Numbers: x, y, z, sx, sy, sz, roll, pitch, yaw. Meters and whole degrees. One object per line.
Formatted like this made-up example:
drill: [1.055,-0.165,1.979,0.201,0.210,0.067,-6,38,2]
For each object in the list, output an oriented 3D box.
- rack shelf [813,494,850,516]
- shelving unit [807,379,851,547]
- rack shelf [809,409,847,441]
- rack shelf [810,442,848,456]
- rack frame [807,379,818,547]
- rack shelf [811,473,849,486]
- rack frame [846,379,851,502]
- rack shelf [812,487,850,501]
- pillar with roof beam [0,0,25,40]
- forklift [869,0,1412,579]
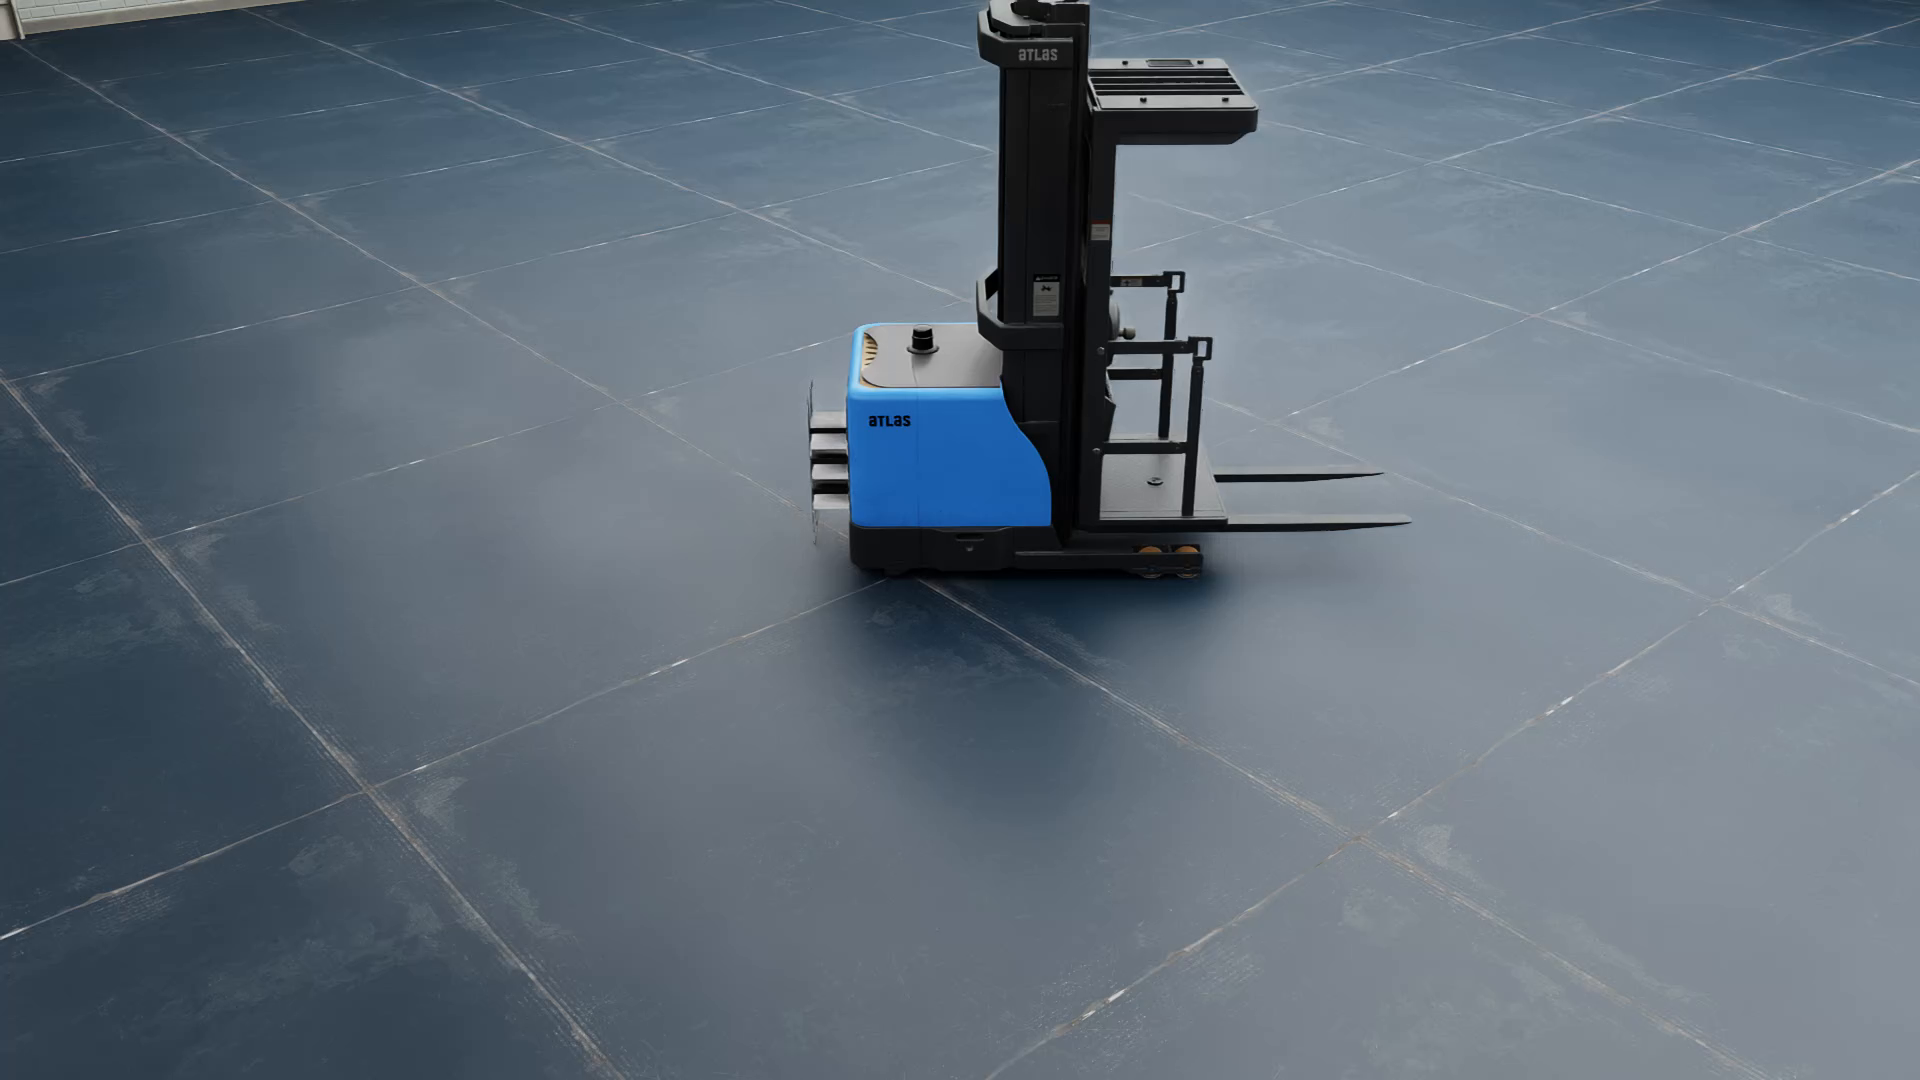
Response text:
rack shelf: [-0.703,-0.226,9.170,0.200,0.077,0.258,-1,28,-1]
shelving unit: [-0.703,-0.414,9.070,0.210,0.900,0.258,-1,28,-1]
rack shelf: [-0.703,-0.623,8.958,0.200,0.077,0.258,-1,28,-1]
rack shelf: [-0.703,-0.543,9.001,0.200,0.077,0.258,-1,28,-1]
rack frame: [-0.805,-0.413,9.068,0.006,0.900,0.240,-1,28,-1]
rack shelf: [-0.703,-0.385,9.086,0.200,0.077,0.258,-1,28,-1]
rack frame: [-0.601,-0.415,9.072,0.006,0.900,0.240,-1,28,-1]
rack shelf: [-0.703,-0.305,9.128,0.200,0.077,0.258,-1,28,-1]
pillar with roof beam: [-9.389,-8.824,16.214,0.400,9.000,9.100,-22,35,-35]
forklift: [0.967,-1.309,8.658,2.937,2.867,1.118,-1,28,-1]
